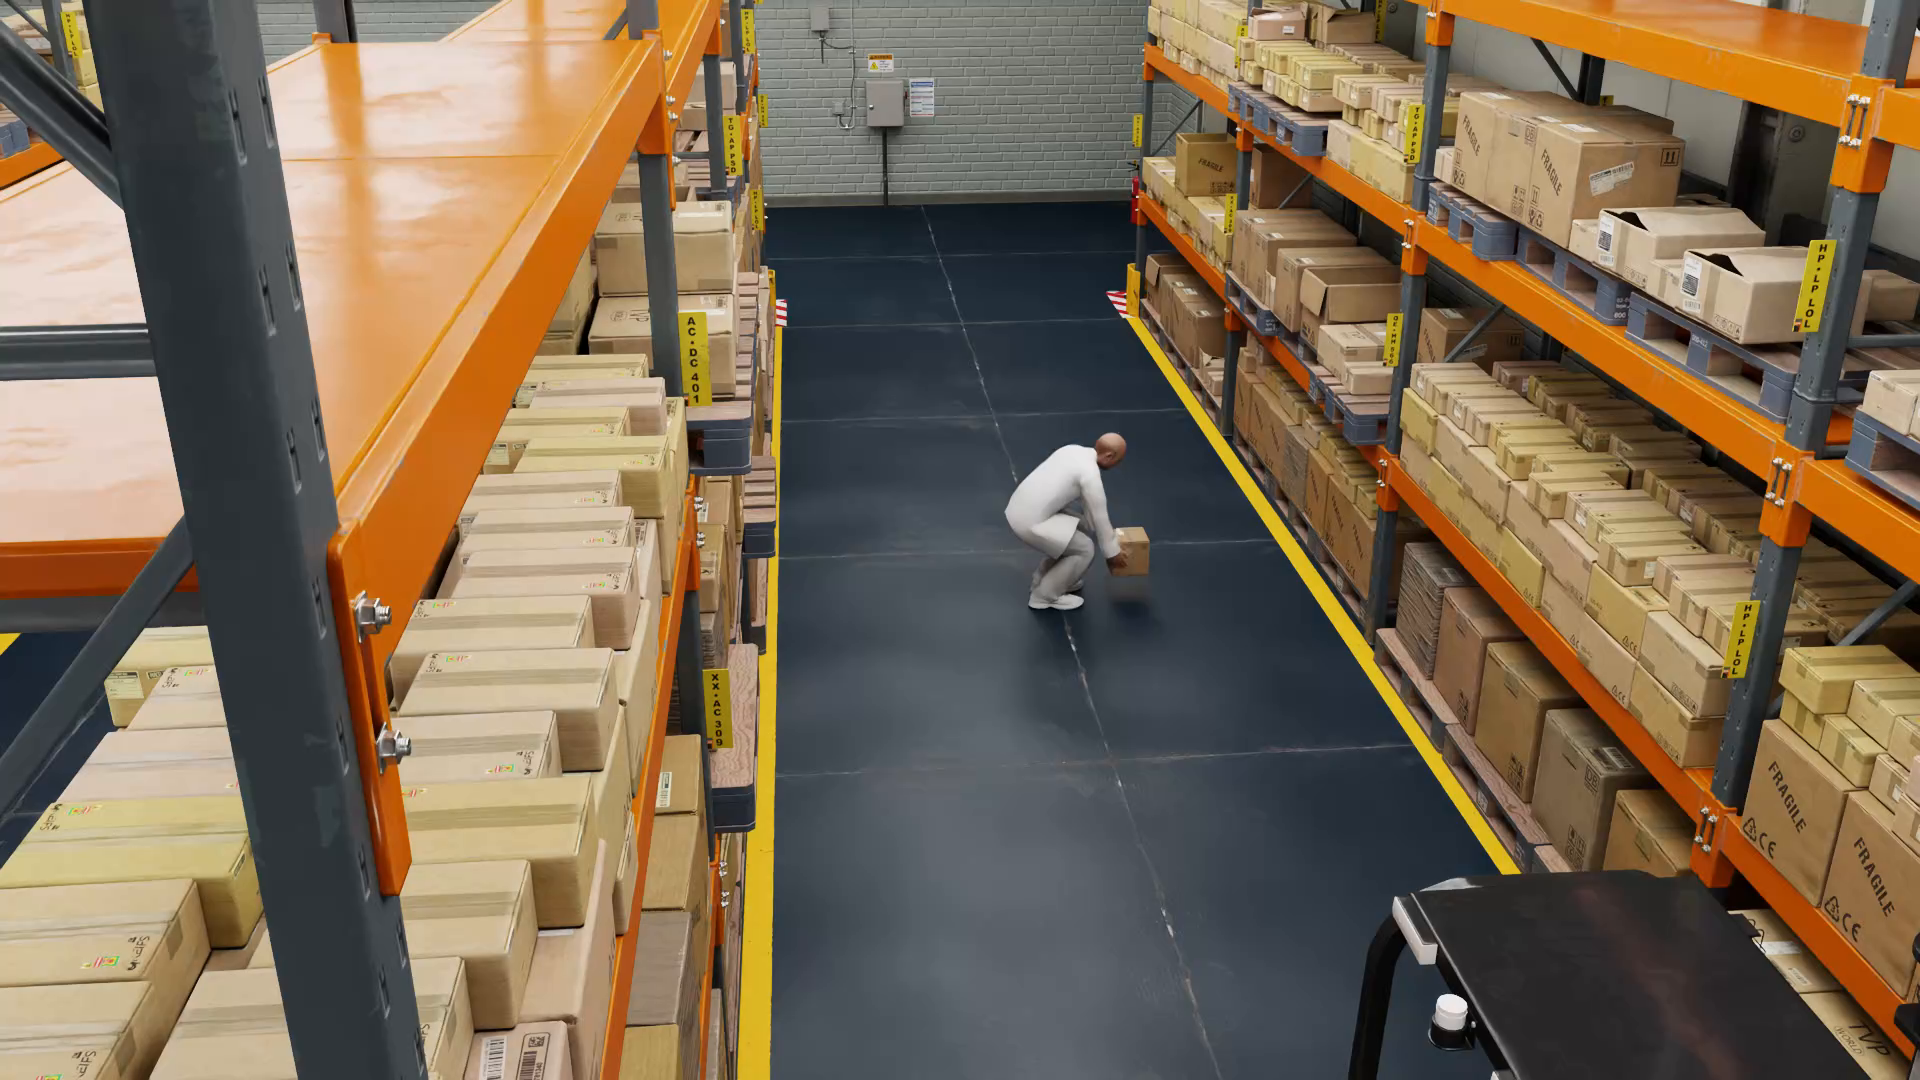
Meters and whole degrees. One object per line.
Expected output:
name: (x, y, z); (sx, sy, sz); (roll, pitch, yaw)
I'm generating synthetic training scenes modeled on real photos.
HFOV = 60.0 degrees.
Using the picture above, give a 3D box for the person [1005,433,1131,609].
person: (0.717, -0.143, 11.229); (0.835, 1.158, 0.615); (-2, 24, -5)
